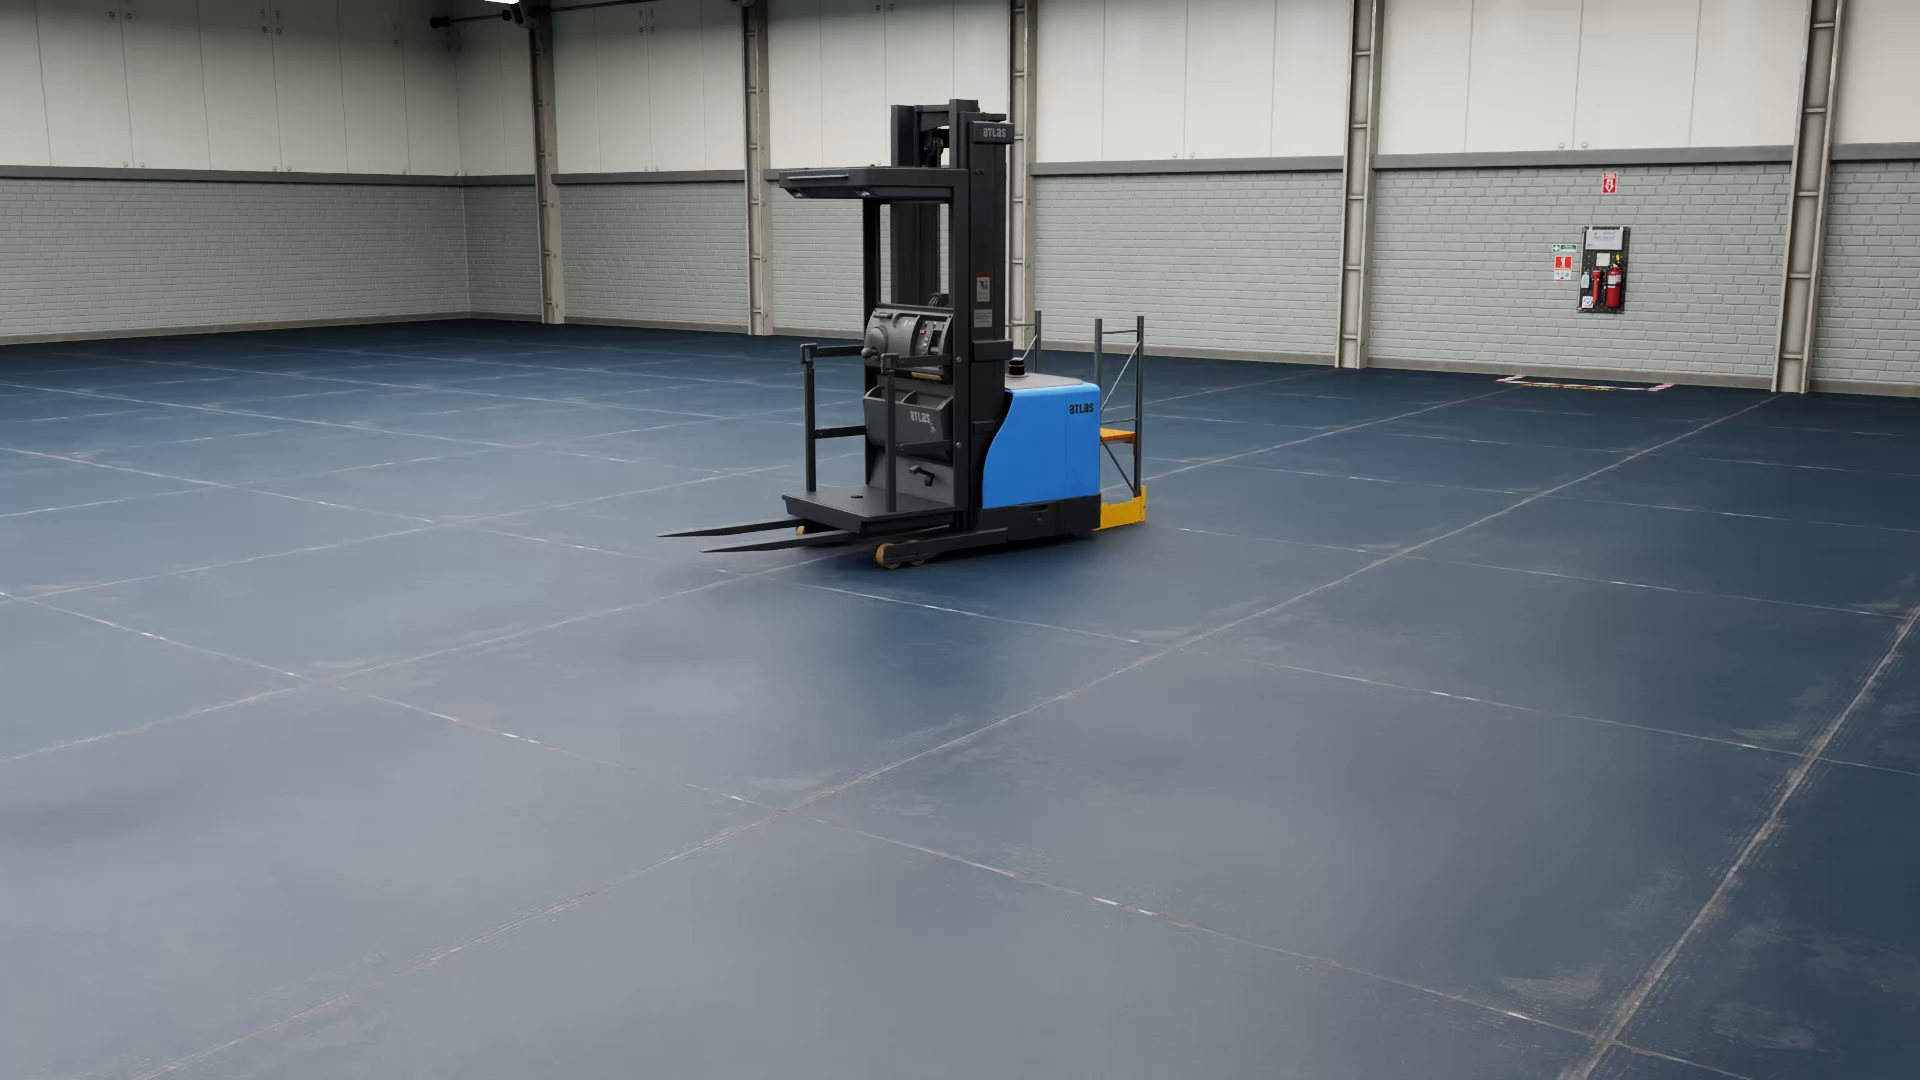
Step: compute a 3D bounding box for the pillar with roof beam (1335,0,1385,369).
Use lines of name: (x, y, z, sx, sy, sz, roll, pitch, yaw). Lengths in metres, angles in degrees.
pillar with roof beam: (3.315, -6.349, 20.658, 0.400, 9.000, 9.100, 8, 13, 36)

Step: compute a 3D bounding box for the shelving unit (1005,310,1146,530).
shelving unit: (0.791, -0.917, 12.319, 0.587, 1.500, 1.083, -10, 15, -43)

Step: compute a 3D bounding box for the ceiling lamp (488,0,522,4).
ceiling lamp: (-8.467, -10.704, 27.800, 0.800, 3.185, 2.000, 8, 13, 36)

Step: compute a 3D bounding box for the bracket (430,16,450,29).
bracket: (-11.100, -11.058, 35.521, 0.430, 0.232, 0.235, 8, 13, 36)

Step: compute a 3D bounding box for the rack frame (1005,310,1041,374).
rack frame: (0.432, -0.987, 12.685, 0.500, 1.500, 0.032, -10, 15, -43)

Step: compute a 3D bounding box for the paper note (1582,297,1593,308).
paper note: (8.628, -3.270, 22.855, 0.142, 0.148, 0.016, 8, 13, 36)

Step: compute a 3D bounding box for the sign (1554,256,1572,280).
sign: (8.345, -3.768, 23.014, 0.234, 0.329, 0.001, 8, 13, 36)

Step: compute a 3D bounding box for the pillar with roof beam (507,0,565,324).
pillar with roof beam: (-11.193, -8.373, 31.118, 0.548, 9.000, 9.100, 8, 13, 36)

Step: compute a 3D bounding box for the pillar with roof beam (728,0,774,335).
pillar with roof beam: (-6.357, -7.699, 27.632, 0.548, 9.000, 9.100, 8, 13, 36)

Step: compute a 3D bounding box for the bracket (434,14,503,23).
bracket: (-10.624, -10.992, 35.178, 3.189, 0.066, 0.076, 8, 13, 36)

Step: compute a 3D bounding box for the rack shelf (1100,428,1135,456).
rack shelf: (0.784, -0.741, 12.359, 0.538, 0.185, 1.000, -10, 15, -43)

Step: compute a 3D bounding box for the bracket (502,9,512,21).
bracket: (-9.190, -10.792, 34.144, 0.430, 0.232, 0.235, 8, 13, 36)

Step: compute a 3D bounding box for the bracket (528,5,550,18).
bracket: (-8.521, -10.698, 33.661, 0.430, 0.232, 0.235, 8, 13, 36)

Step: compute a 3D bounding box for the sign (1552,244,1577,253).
sign: (8.344, -4.026, 22.954, 0.331, 0.109, 0.001, 8, 13, 36)

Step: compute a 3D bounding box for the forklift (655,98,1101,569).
forklift: (-0.512, -1.369, 10.891, 3.031, 2.935, 1.130, -8, 13, -35)

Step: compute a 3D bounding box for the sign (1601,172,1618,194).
sign: (8.782, -4.826, 22.477, 0.199, 0.298, 0.001, 8, 13, 36)

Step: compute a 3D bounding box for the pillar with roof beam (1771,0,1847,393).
pillar with roof beam: (8.151, -5.675, 17.171, 0.400, 9.000, 9.100, 8, 13, 36)

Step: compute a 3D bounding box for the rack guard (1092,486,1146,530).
rack guard: (1.136, -0.235, 12.085, 0.587, 0.250, 0.087, -10, 15, -43)

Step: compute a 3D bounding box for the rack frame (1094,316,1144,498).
rack frame: (1.137, -0.848, 11.966, 0.500, 1.500, 0.032, -10, 15, -43)

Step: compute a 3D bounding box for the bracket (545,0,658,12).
bracket: (-6.444, -10.409, 32.164, 4.783, 0.066, 0.076, 8, 13, 36)

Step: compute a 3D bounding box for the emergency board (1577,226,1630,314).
emergency board: (8.730, -3.672, 22.614, 0.643, 1.169, 0.194, 8, 13, 36)

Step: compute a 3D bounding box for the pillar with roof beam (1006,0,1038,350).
pillar with roof beam: (-1.521, -7.024, 24.145, 0.400, 9.000, 9.100, 8, 13, 36)
